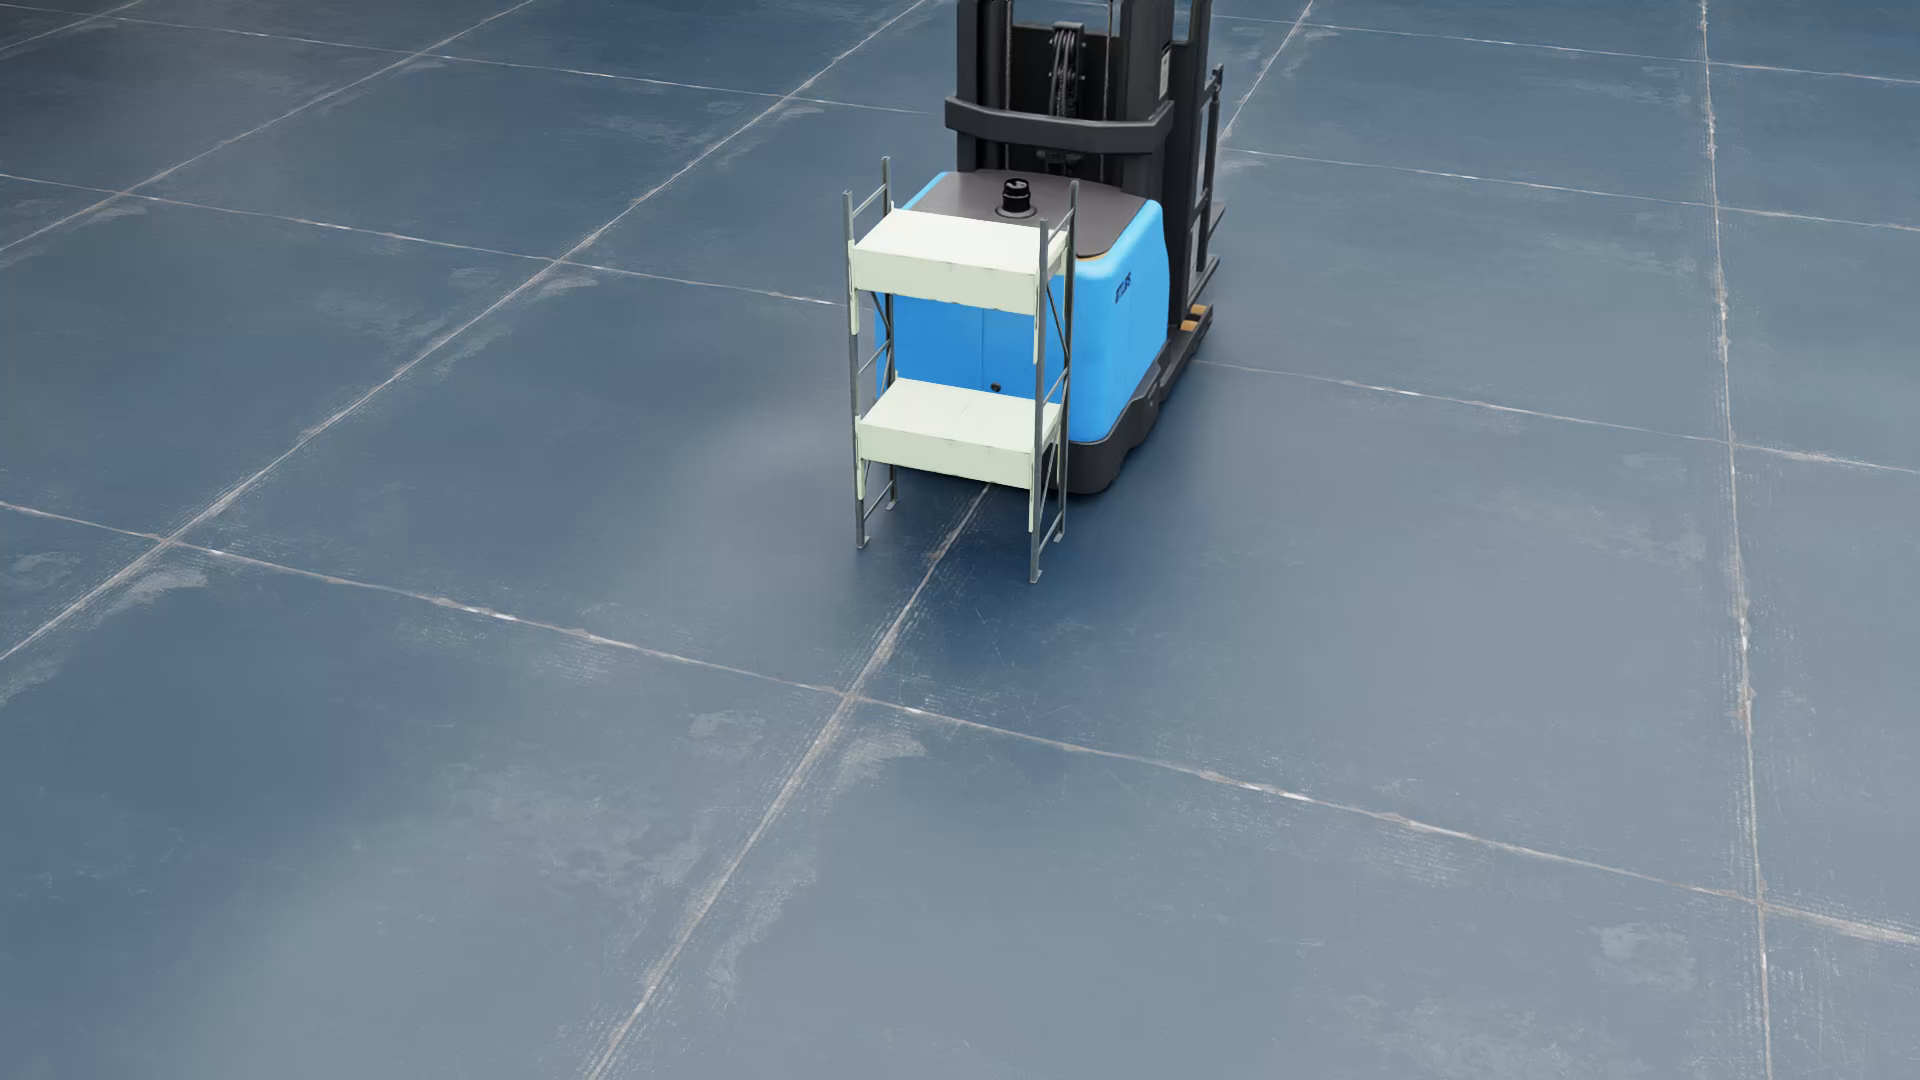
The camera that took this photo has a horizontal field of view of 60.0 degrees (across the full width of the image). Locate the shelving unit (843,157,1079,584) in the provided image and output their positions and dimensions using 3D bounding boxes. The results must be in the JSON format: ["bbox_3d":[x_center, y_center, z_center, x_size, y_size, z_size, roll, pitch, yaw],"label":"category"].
[{"bbox_3d":[0.006,-0.629,6.341,0.755,1.500,0.431,11,34,16],"label":"shelving unit"}]

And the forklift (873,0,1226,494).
[{"bbox_3d":[0.623,-2.213,7.475,1.130,2.935,3.031,12,35,17],"label":"forklift"}]

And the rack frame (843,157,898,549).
[{"bbox_3d":[-0.338,-0.696,6.445,0.023,1.500,0.400,11,34,16],"label":"rack frame"}]

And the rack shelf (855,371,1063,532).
[{"bbox_3d":[0.006,-0.355,6.518,0.720,0.370,0.431,11,34,16],"label":"rack shelf"}]

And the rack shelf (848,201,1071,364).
[{"bbox_3d":[0.006,-0.957,6.130,0.720,0.370,0.431,11,34,16],"label":"rack shelf"}]

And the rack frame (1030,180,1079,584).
[{"bbox_3d":[0.351,-0.562,6.238,0.023,1.500,0.400,11,34,16],"label":"rack frame"}]
